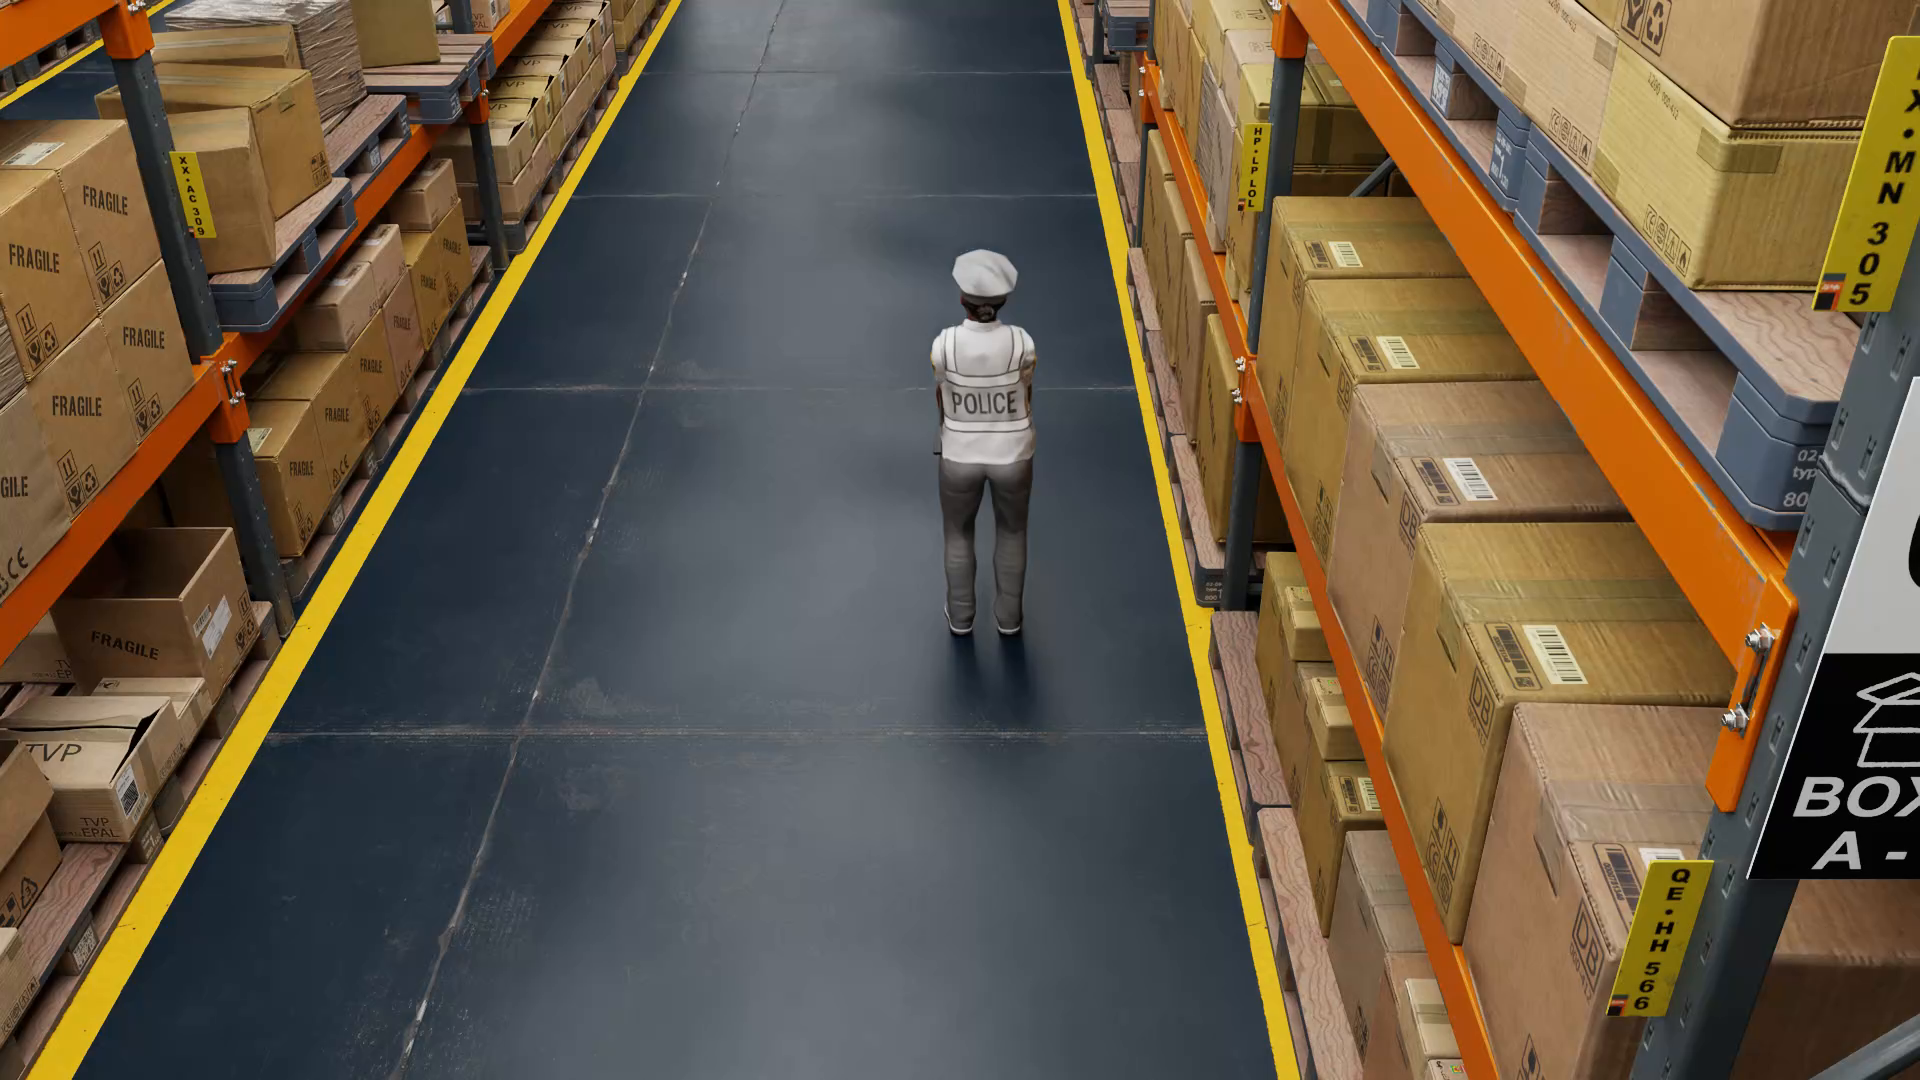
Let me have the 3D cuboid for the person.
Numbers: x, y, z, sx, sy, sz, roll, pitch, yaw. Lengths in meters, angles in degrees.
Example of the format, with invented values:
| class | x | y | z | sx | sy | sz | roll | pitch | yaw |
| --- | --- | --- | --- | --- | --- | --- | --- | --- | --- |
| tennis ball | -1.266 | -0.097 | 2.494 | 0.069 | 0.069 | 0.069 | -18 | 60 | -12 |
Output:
| class | x | y | z | sx | sy | sz | roll | pitch | yaw |
| --- | --- | --- | --- | --- | --- | --- | --- | --- | --- |
| person | 0.092 | -0.376 | 6.727 | 0.416 | 1.690 | 0.525 | -1 | 32 | -1 |
